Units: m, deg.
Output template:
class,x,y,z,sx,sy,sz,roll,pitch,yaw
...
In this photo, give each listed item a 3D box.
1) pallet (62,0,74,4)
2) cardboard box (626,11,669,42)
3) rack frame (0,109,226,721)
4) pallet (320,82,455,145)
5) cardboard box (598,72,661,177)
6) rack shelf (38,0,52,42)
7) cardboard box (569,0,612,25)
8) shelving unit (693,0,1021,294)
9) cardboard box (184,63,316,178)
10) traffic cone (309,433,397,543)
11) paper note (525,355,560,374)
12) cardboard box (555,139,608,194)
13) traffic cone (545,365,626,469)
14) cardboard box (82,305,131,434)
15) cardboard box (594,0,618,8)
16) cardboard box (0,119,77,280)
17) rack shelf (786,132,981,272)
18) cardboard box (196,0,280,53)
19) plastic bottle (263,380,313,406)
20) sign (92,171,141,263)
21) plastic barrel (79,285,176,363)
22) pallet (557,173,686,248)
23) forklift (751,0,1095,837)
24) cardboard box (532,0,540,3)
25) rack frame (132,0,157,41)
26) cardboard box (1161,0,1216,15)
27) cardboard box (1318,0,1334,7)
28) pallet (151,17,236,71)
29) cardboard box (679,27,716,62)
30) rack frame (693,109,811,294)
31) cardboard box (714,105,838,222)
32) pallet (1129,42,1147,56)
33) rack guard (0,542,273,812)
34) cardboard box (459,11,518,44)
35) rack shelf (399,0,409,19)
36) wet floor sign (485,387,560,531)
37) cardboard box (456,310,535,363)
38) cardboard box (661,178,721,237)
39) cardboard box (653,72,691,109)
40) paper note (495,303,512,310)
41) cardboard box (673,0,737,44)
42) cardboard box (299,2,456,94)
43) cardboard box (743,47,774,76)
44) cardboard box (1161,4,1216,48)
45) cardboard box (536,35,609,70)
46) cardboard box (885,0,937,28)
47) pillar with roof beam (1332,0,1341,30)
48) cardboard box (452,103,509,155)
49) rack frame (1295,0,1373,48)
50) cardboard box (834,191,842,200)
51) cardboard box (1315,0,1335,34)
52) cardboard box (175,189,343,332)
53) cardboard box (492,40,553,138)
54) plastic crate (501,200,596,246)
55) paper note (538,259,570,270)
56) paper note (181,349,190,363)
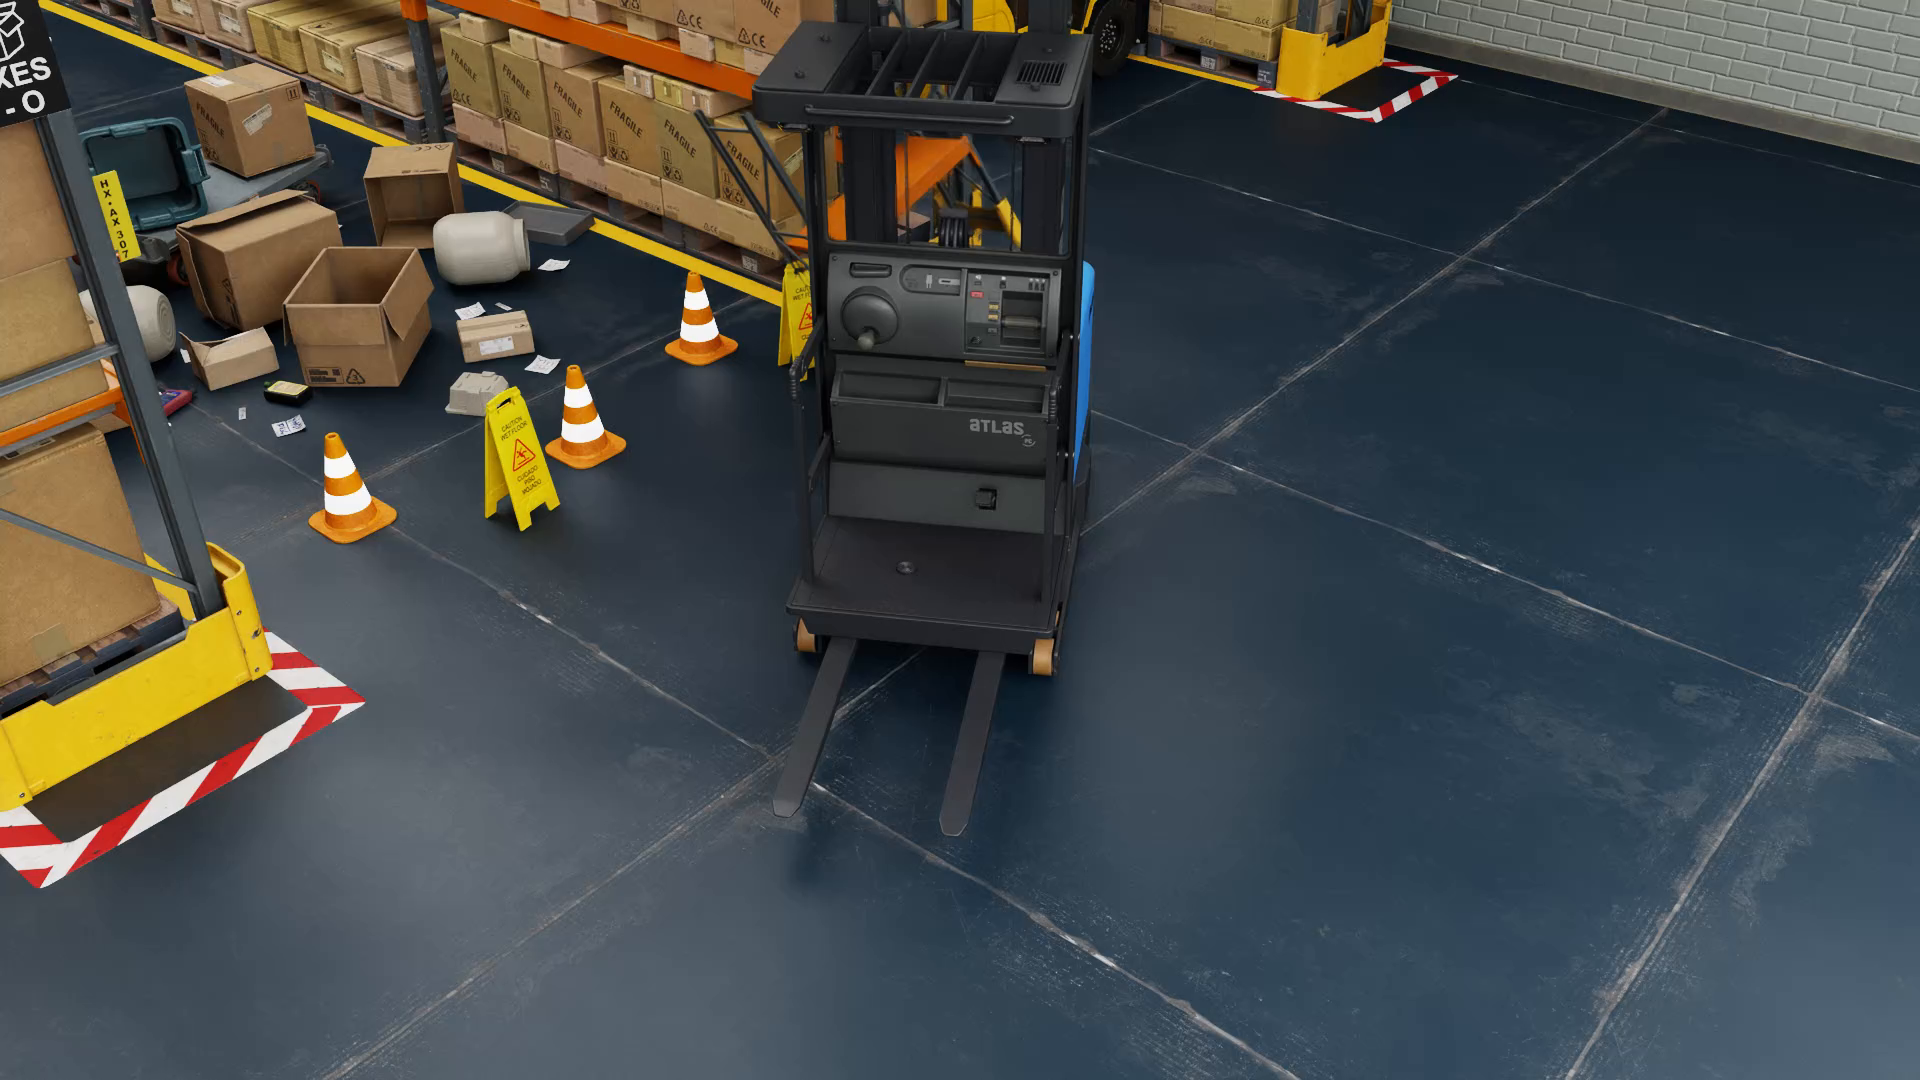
class,x,y,z,sx,sy,sz,roll,pitch,yaw
pallet,-7.930,-5.222,15.168,1.213,0.211,1.003,25,42,32
cardboard box,-1.742,-3.085,9.815,0.250,0.149,0.380,25,42,31
rack frame,-3.380,-0.523,5.863,0.127,3.000,1.000,25,42,32
pallet,-3.964,-3.294,12.361,1.213,0.211,1.003,25,42,32
cardboard box,-1.860,-2.613,10.300,0.500,0.500,0.500,24,41,31
rack shelf,-4.917,-2.188,6.272,4.000,0.370,1.077,25,42,32
cardboard box,-2.139,-3.259,10.067,0.250,0.149,0.380,25,42,32
shelving unit,-0.501,-1.884,8.634,1.083,1.500,0.587,-46,36,-19
cardboard box,-4.480,-2.659,10.511,0.500,0.500,0.500,25,42,32
traffic cone,-2.879,-0.288,7.760,0.334,0.463,0.336,25,42,32
paper note,-2.290,-0.966,9.130,0.142,0.019,0.148,12,36,16
cardboard box,-2.257,-2.491,10.786,0.500,0.250,0.500,25,41,31
traffic cone,-1.895,-0.656,8.297,0.334,0.463,0.336,25,42,32
cardboard box,-4.604,-0.827,8.511,0.500,0.500,0.500,-26,42,-32
cardboard box,-2.025,-3.512,9.863,0.500,0.500,0.500,26,42,32
cardboard box,-3.640,-1.182,5.735,0.550,0.550,0.875,25,42,32
rack shelf,-0.415,-1.764,8.737,1.000,0.185,0.538,-46,36,-19
cardboard box,-5.438,-4.228,13.208,0.625,0.372,0.950,24,41,31
plastic bottle,-3.598,-0.786,8.841,0.283,0.061,0.133,12,36,16
sign,-3.020,-1.152,5.943,0.005,0.325,0.100,25,42,32
plastic barrel,-4.601,-1.167,9.075,0.512,0.421,0.421,-6,35,-8
pallet,-1.884,-2.343,10.976,1.213,0.211,1.003,25,42,32
forklift,-0.097,-0.860,6.413,1.130,2.935,3.031,5,35,7
cardboard box,-2.484,-3.466,10.369,0.250,0.149,0.380,25,42,32
rack frame,-6.439,-5.611,13.271,0.127,3.000,1.000,25,42,32
cardboard box,1.930,-4.347,13.046,0.500,0.250,0.500,25,42,31
cardboard box,2.654,-4.381,13.096,0.500,0.250,0.500,26,42,33
pallet,-5.839,-4.178,13.647,1.213,0.211,1.003,25,42,32
cardboard box,-1.381,-2.878,9.513,0.250,0.149,0.380,26,42,33
rack frame,-0.828,-1.546,8.468,0.032,1.500,0.500,-46,36,-19
cardboard box,-1.073,-2.239,9.756,0.500,0.500,0.500,26,42,32
pallet,1.335,-4.426,14.008,1.213,0.211,1.003,25,42,32
rack guard,-3.361,0.516,6.557,0.348,0.500,1.175,25,42,32
cardboard box,-3.026,-3.376,10.839,0.250,0.149,0.380,26,42,32
rack shelf,-4.901,-4.590,12.420,4.000,0.370,1.077,25,42,32
wet floor sign,-2.091,-0.404,7.768,0.232,0.644,0.267,18,38,24
cardboard box,-2.590,-1.134,9.270,0.380,0.149,0.250,-12,36,-17
cardboard box,-1.477,-2.120,10.245,0.500,0.250,0.500,25,42,32
cardboard box,-1.589,-2.703,9.858,0.250,0.149,0.380,26,42,33
paper note,-2.672,-1.366,9.730,0.123,0.001,0.032,25,42,32
cardboard box,-1.266,-3.138,9.318,0.500,0.500,0.500,25,42,32
cardboard box,-4.324,-3.700,12.439,0.625,0.372,0.950,28,43,34
cardboard box,-0.980,-2.696,9.248,0.250,0.149,0.380,25,42,31
cardboard box,1.943,-4.131,13.174,0.500,0.250,0.500,25,42,32
cardboard box,-2.421,-3.094,10.429,0.250,0.149,0.380,28,43,34
cardboard box,-0.477,-3.170,9.365,0.500,0.500,0.500,25,41,31
pillar with roof beam,0.170,-6.119,8.711,0.400,9.000,9.100,25,42,32
cardboard box,-3.084,-2.871,11.339,0.500,0.250,0.500,23,41,30
rack frame,2.883,-4.875,12.198,0.127,3.000,1.000,25,42,32
cardboard box,-0.733,-2.166,10.312,0.500,0.250,0.500,25,42,31
cardboard box,2.630,-4.177,13.241,0.500,0.250,0.500,25,42,32
cardboard box,-3.984,-1.610,9.531,0.503,0.637,0.797,25,42,32
cardboard box,-2.665,-2.991,10.852,0.500,0.500,0.500,27,43,34
plastic crate,-2.683,-2.034,10.640,0.583,0.080,0.402,12,36,16
paper note,-2.485,-1.688,10.181,0.148,0.019,0.142,12,36,16
paper note,-4.239,-1.049,9.258,0.172,0.023,0.155,-18,38,-25
